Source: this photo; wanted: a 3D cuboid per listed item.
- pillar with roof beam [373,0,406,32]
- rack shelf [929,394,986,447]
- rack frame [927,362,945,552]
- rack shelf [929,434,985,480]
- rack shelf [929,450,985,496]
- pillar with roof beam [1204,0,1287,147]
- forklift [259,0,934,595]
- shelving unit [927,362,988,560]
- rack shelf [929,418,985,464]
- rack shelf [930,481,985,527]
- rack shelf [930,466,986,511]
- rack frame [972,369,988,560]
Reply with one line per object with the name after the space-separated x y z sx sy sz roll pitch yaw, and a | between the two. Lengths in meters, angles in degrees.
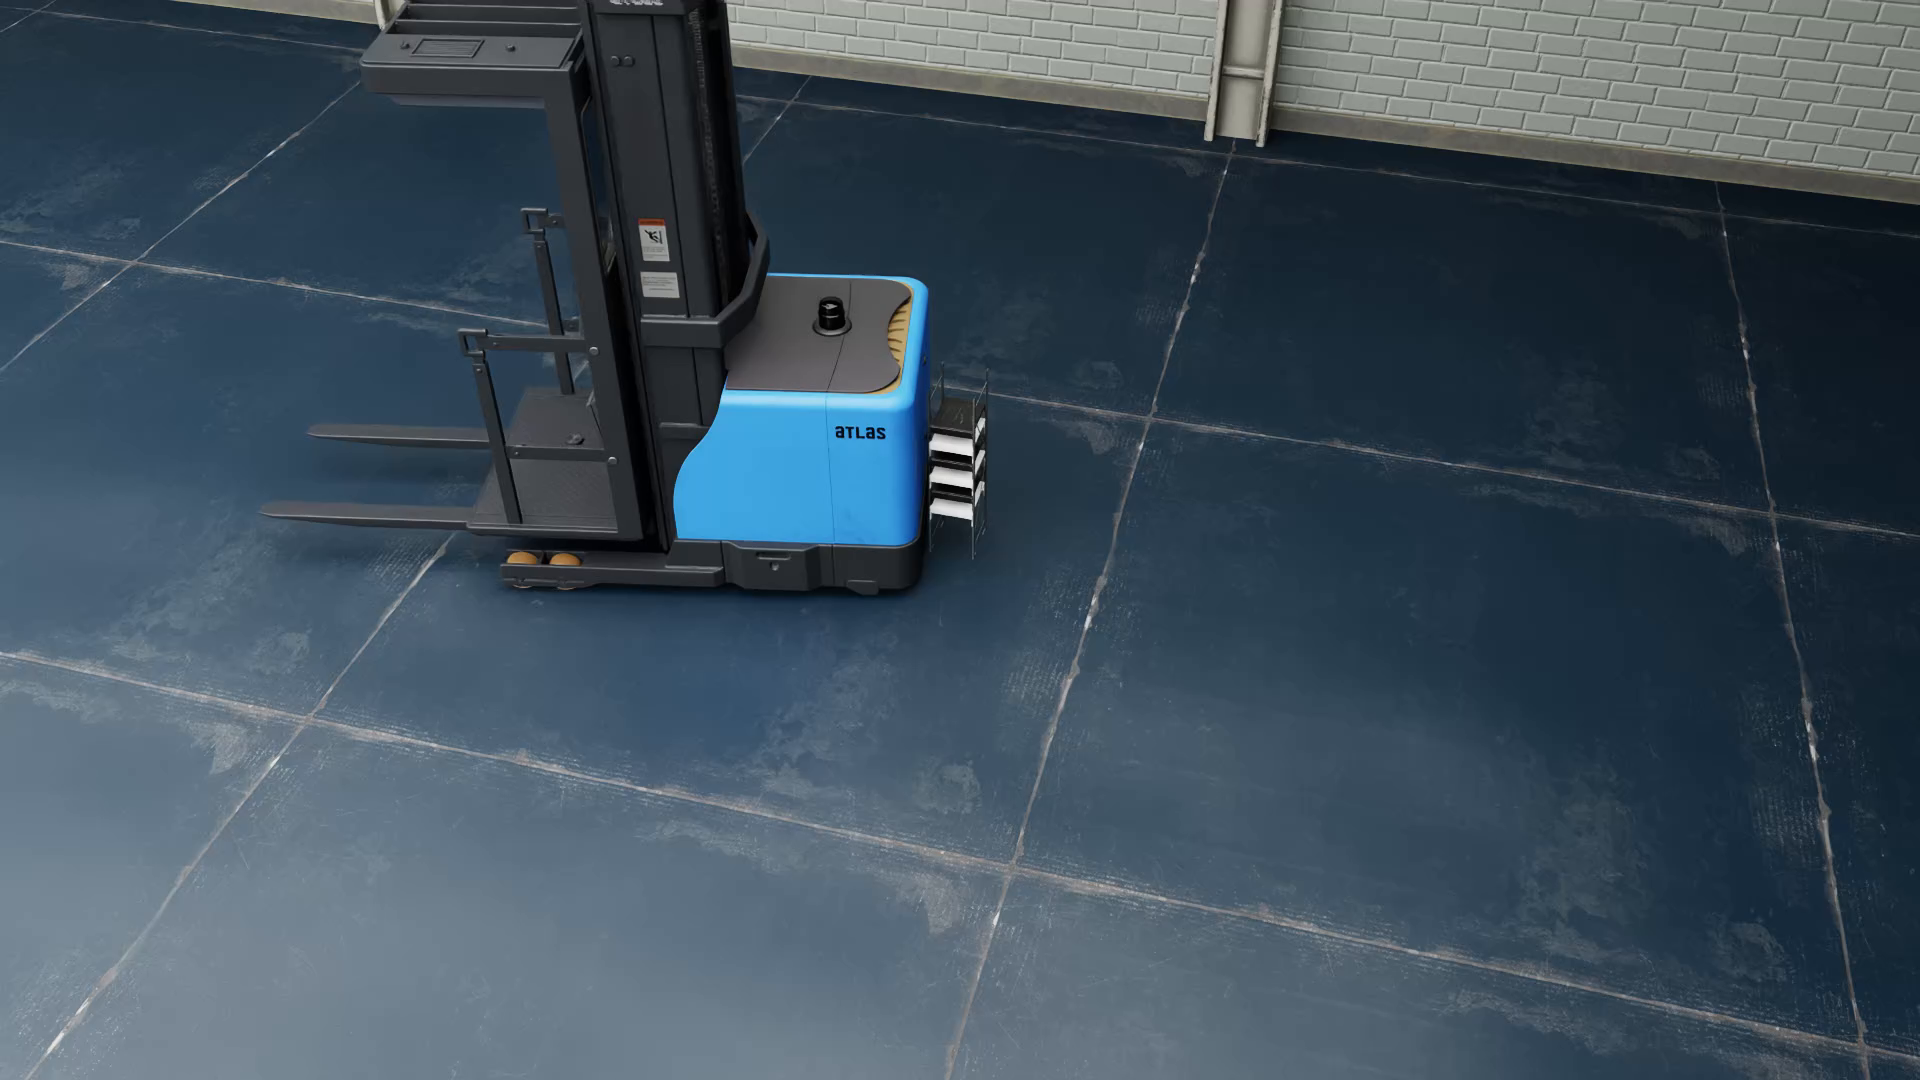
-5.080 -4.453 6.080 0.400 9.000 9.100 10 41 11 | pillar with roof beam
-0.008 -0.527 7.335 0.200 0.077 0.258 10 41 11 | rack shelf
-0.106 -0.363 7.507 0.006 0.900 0.240 10 41 11 | rack frame
-0.008 -0.389 7.450 0.200 0.077 0.258 10 41 11 | rack shelf
-0.008 -0.320 7.508 0.200 0.077 0.258 10 41 11 | rack shelf
0.716 -3.456 4.892 0.400 9.000 9.100 10 41 11 | pillar with roof beam
-1.664 -1.235 6.966 3.031 2.935 1.130 2 40 2 | forklift
-0.008 -0.346 7.487 0.210 0.900 0.258 10 41 11 | shelving unit
-0.008 -0.458 7.392 0.200 0.077 0.258 10 41 11 | rack shelf
-0.008 -0.183 7.624 0.200 0.077 0.258 10 41 11 | rack shelf
-0.008 -0.252 7.566 0.200 0.077 0.258 10 41 11 | rack shelf
0.090 -0.329 7.467 0.006 0.900 0.240 10 41 11 | rack frame
